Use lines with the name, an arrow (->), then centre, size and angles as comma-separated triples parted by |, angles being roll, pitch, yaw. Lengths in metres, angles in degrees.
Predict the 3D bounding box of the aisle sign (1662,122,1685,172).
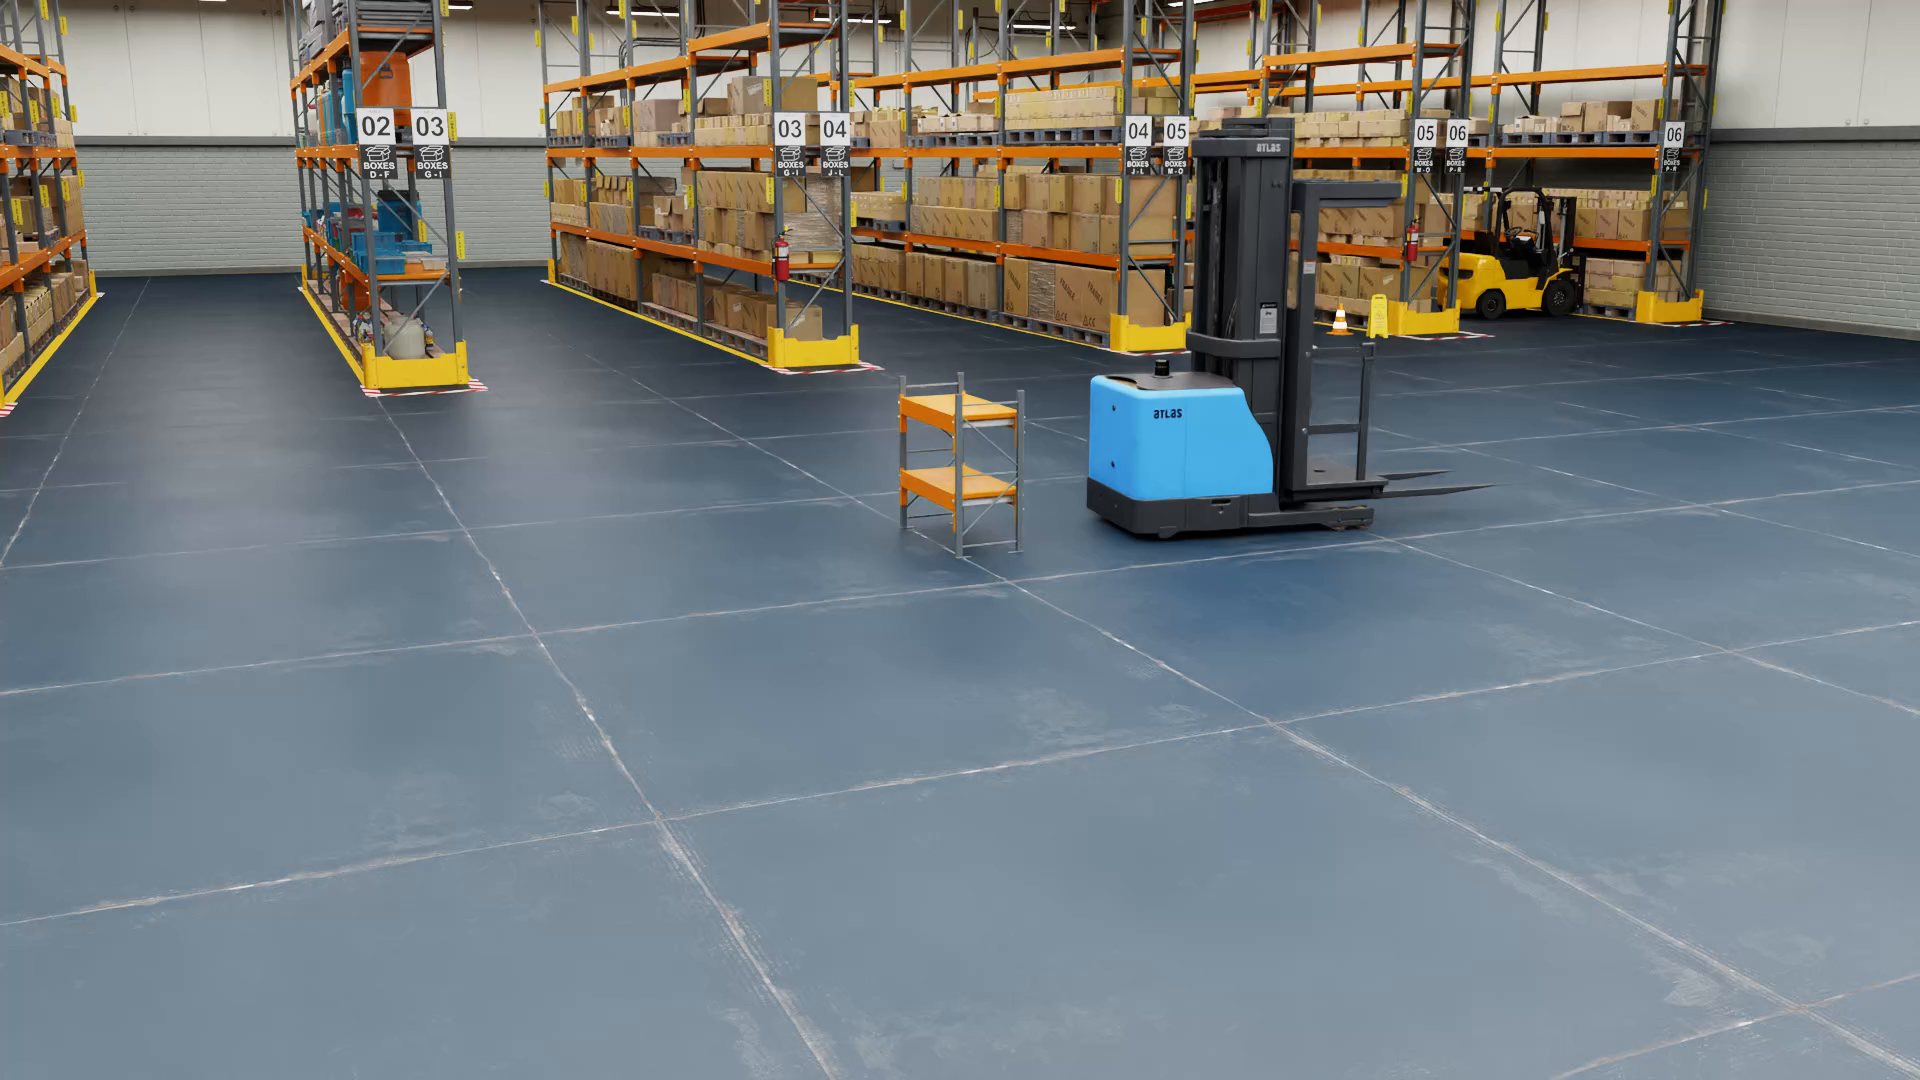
aisle sign -> 11.493, -6.328, 26.795 | 0.394, 0.787, 0.004 | -6, 14, -23

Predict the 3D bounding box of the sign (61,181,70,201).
sign -> -15.269, -5.958, 28.393 | 0.100, 0.325, 0.005 | -6, 14, -23

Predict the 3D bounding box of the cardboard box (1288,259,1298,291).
cardboard box -> 5.801, -4.454, 27.965 | 0.500, 0.500, 0.500 | -5, 14, -21

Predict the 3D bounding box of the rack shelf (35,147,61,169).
rack shelf -> -14.975, -6.041, 26.261 | 1.077, 0.370, 4.000 | -6, 14, -23

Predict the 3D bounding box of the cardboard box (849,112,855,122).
cardboard box -> -2.062, -8.291, 33.233 | 0.700, 0.500, 0.500 | -6, 14, -23

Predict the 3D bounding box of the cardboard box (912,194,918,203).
cardboard box -> -0.723, -6.429, 31.302 | 0.380, 0.149, 0.250 | -6, 14, -23

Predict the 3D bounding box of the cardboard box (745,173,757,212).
cardboard box -> -2.544, -4.633, 22.135 | 0.500, 0.500, 0.500 | -6, 14, -23

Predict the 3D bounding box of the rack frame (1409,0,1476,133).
rack frame -> 7.189, -7.576, 24.645 | 1.000, 3.000, 0.127 | -6, 14, -23

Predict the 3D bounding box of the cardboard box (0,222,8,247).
cardboard box -> -13.076, -4.008, 22.313 | 0.500, 0.500, 0.500 | -5, 14, -19

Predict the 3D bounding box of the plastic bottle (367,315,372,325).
plastic bottle -> -7.957, -2.869, 22.515 | 0.144, 0.351, 0.185 | -6, 14, -23

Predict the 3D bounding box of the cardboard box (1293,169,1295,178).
cardboard box -> 5.749, -5.942, 27.793 | 0.700, 0.500, 0.500 | -6, 14, -23

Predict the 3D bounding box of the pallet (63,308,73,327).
pallet -> -14.923, -3.567, 26.816 | 1.003, 0.211, 1.213 | -6, 14, -23

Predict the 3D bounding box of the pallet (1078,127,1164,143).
pallet -> 2.387, -5.755, 23.629 | 1.003, 0.211, 1.213 | -6, 14, -23

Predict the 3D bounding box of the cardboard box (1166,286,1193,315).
cardboard box -> 3.783, -3.830, 26.999 | 0.797, 0.637, 0.503 | -6, 14, -23

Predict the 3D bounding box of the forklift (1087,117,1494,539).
forklift -> 2.536, -1.605, 12.306 | 3.031, 2.935, 1.130 | -4, 14, -16

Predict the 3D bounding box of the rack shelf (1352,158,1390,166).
rack shelf -> 7.730, -8.279, 35.931 | 1.077, 0.370, 4.000 | -6, 14, -23

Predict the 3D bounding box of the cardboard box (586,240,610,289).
cardboard box -> -6.423, -5.276, 31.795 | 1.225, 0.875, 0.875 | -6, 14, -23

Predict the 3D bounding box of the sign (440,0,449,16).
sign -> -5.924, -6.180, 19.079 | 0.100, 0.325, 0.005 | -6, 14, -23

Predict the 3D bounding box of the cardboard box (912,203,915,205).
cardboard box -> -0.741, -6.294, 31.376 | 0.380, 0.149, 0.250 | -6, 14, -25

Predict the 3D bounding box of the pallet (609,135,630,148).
pallet -> -5.402, -6.908, 28.832 | 1.213, 0.211, 1.003 | -5, 14, -20

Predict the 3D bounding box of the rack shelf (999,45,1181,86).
rack shelf -> 1.893, -6.976, 24.535 | 1.077, 0.370, 4.000 | -6, 14, -23

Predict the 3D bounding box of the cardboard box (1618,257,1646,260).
cardboard box -> 11.513, -4.673, 28.359 | 0.500, 0.250, 0.500 | -6, 14, -23

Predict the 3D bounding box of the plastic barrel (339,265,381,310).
plastic barrel -> -9.846, -4.210, 27.290 | 0.600, 0.830, 0.708 | -6, 14, -23

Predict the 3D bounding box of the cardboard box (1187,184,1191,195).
cardboard box -> 4.387, -6.374, 30.945 | 0.500, 0.500, 0.500 | -5, 14, -22

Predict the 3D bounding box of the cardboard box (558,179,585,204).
cardboard box -> -7.942, -7.167, 34.195 | 0.500, 0.500, 0.500 | -6, 14, -24

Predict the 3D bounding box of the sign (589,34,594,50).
sign -> -7.798, -10.526, 35.145 | 0.100, 0.325, 0.005 | -6, 14, -23

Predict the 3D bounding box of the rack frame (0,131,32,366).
rack frame -> -12.572, -3.690, 21.162 | 1.000, 3.000, 0.127 | -6, 14, -23

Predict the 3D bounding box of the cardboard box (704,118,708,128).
cardboard box -> -3.477, -6.023, 24.037 | 0.380, 0.149, 0.250 | -6, 14, -26

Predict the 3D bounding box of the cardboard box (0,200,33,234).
cardboard box -> -14.530, -4.890, 25.192 | 0.700, 0.500, 0.500 | -12, 18, -42

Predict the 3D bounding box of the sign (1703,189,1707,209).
sign -> 12.246, -5.611, 27.367 | 0.100, 0.325, 0.005 | -6, 14, -23

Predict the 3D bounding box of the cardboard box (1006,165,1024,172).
cardboard box -> 1.251, -8.388, 37.581 | 0.380, 0.149, 0.250 | -6, 14, -24

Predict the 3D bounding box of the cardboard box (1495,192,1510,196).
cardboard box -> 9.989, -6.345, 30.314 | 0.380, 0.149, 0.250 | -5, 14, -22

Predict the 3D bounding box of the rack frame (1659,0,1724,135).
rack frame -> 11.735, -8.025, 26.585 | 1.000, 3.000, 0.127 | -6, 14, -23

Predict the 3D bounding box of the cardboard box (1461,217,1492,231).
cardboard box -> 9.692, -5.936, 31.197 | 0.500, 0.250, 0.500 | -5, 14, -22

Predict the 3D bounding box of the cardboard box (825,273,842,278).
cardboard box -> -2.582, -5.530, 34.503 | 0.380, 0.149, 0.250 | -5, 14, -22

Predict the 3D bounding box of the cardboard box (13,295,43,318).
cardboard box -> -13.126, -3.254, 23.199 | 0.500, 0.311, 0.500 | -5, 14, -21

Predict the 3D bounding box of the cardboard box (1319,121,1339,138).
cardboard box -> 6.120, -6.582, 26.679 | 0.500, 0.250, 0.500 | -5, 14, -22

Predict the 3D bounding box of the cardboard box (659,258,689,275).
cardboard box -> -4.800, -4.637, 28.157 | 0.500, 0.250, 0.500 | -5, 14, -21

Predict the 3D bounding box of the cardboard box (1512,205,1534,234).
cardboard box -> 10.296, -5.756, 29.865 | 0.500, 0.500, 0.500 | -5, 14, -22

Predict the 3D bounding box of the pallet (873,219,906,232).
pallet -> -0.894, -5.882, 31.057 | 1.213, 0.211, 1.003 | -6, 14, -23

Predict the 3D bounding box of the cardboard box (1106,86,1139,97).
cardboard box -> 2.248, -6.205, 23.009 | 0.380, 0.149, 0.250 | -5, 14, -22

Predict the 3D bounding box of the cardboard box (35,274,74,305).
cardboard box -> -15.126, -4.161, 27.762 | 0.500, 0.500, 0.500 | -6, 14, -23

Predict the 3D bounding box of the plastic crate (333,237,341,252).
plastic crate -> -8.988, -4.368, 24.560 | 0.450, 0.188, 0.662 | -6, 14, -23

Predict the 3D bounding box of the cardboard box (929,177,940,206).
cardboard box -> -0.136, -6.176, 29.461 | 0.700, 0.500, 0.500 | -6, 14, -24

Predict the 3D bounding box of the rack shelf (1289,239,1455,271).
rack shelf -> 6.388, -4.716, 27.188 | 1.077, 0.370, 4.000 | -6, 14, -23

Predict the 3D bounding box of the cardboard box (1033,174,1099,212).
cardboard box -> 1.625, -5.304, 25.407 | 0.875, 0.550, 0.550 | -6, 14, -23

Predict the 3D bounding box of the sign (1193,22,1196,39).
sign -> 4.478, -9.773, 31.893 | 0.100, 0.325, 0.005 | -6, 14, -23

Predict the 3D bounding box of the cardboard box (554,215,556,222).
cardboard box -> -8.357, -6.785, 35.091 | 0.380, 0.149, 0.250 | -6, 14, -24

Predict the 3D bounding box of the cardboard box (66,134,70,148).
cardboard box -> -16.529, -7.269, 30.305 | 0.500, 0.250, 0.500 | -6, 14, -23

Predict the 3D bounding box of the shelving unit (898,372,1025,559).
shelving unit -> -0.003, -0.549, 11.749 | 0.538, 1.125, 1.048 | -6, 14, -23

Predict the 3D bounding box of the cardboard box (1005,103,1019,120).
cardboard box -> 1.031, -6.672, 25.911 | 0.500, 0.250, 0.500 | -6, 14, -23

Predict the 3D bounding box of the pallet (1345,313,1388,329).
pallet -> 6.865, -3.481, 26.443 | 1.003, 0.211, 1.213 | -6, 14, -23
